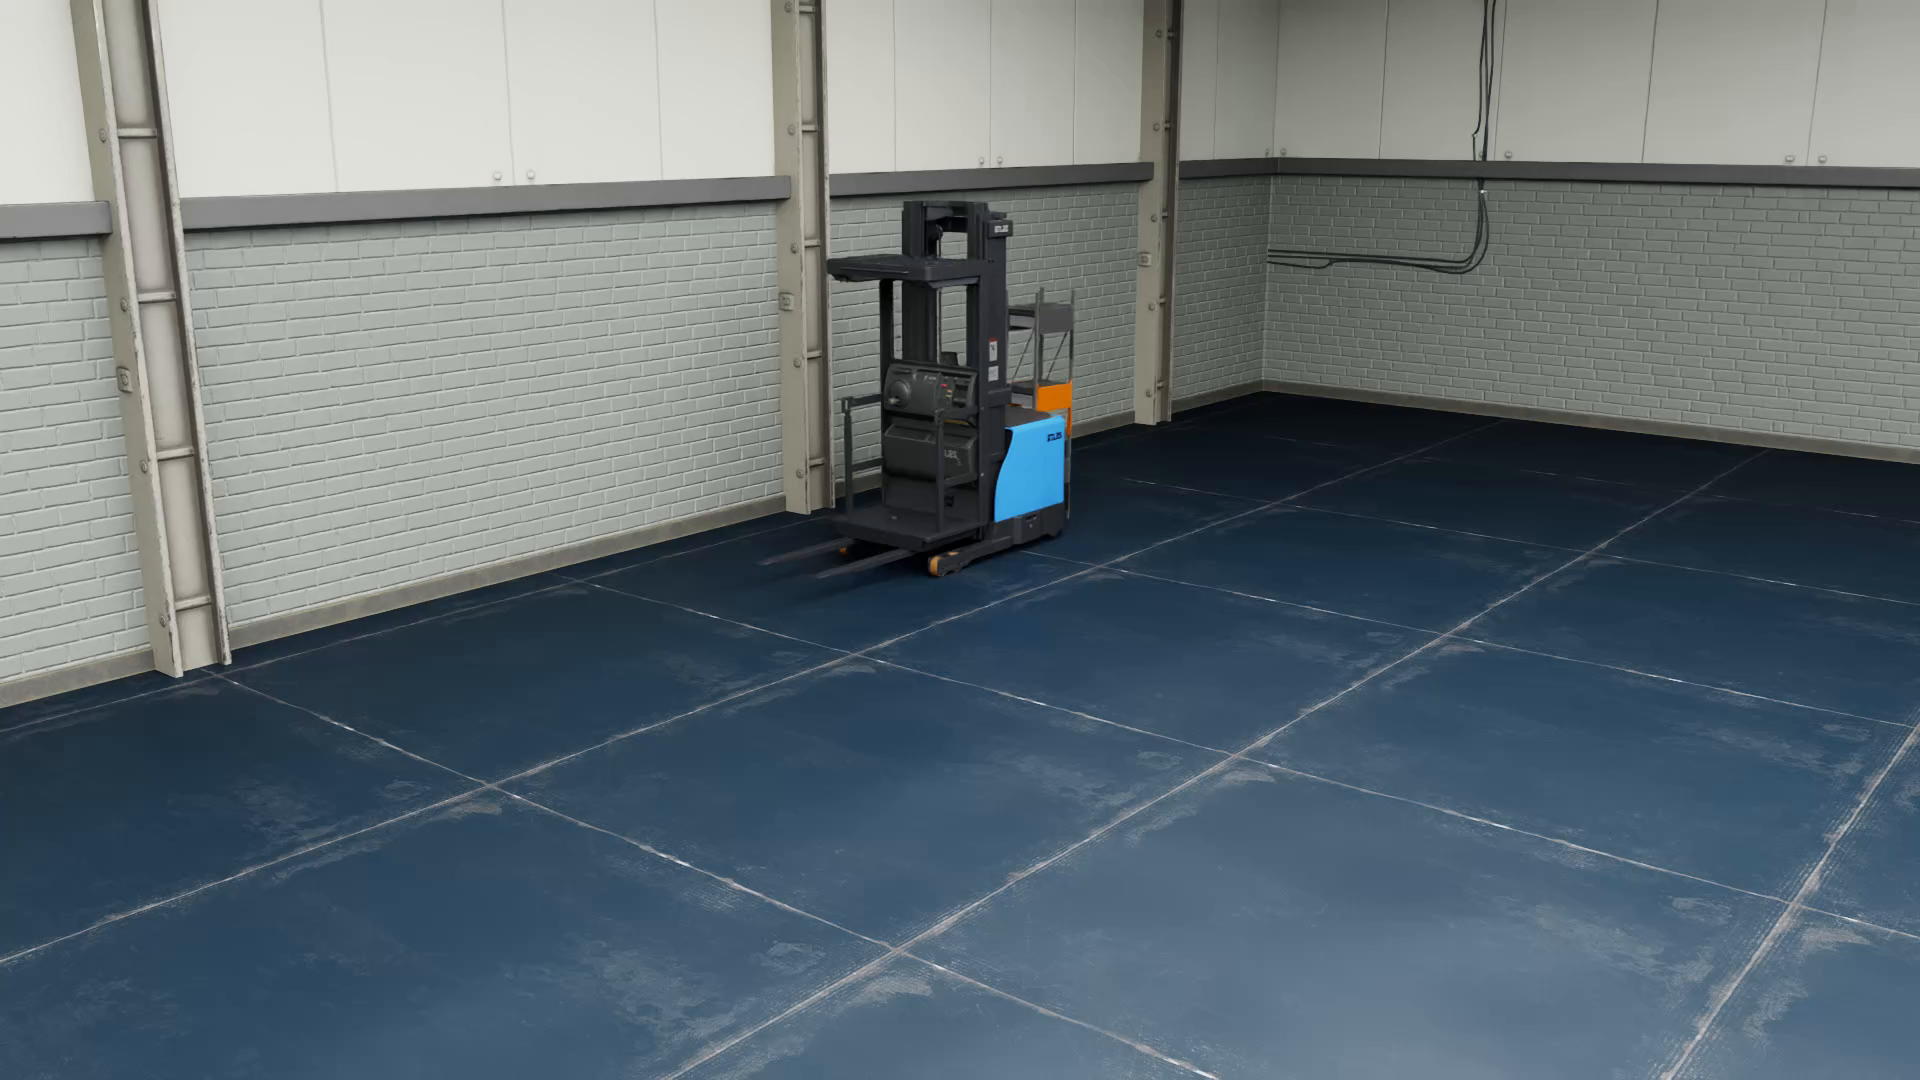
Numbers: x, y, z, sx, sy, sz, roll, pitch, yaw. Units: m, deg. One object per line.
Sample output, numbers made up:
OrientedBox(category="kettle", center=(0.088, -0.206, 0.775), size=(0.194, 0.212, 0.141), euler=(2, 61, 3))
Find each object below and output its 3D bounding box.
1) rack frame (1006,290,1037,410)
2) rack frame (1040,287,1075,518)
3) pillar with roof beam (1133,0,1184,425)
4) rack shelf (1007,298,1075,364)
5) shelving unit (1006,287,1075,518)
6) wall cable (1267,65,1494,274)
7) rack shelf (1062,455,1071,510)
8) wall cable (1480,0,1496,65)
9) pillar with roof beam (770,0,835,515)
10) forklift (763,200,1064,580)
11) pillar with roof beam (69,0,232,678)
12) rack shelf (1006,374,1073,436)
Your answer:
OrientedBox(category="rack frame", center=(0.523, -1.185, 14.999), size=(0.015, 2.100, 0.400), euler=(-12, 18, -41))
OrientedBox(category="rack frame", center=(0.882, -1.261, 15.321), size=(0.015, 2.100, 0.400), euler=(-12, 18, -41))
OrientedBox(category="pillar with roof beam", center=(5.693, -5.141, 16.585), size=(9.100, 9.000, 0.400), euler=(11, 18, 38))
OrientedBox(category="rack shelf", center=(0.709, -1.890, 14.997), size=(0.480, 0.518, 0.431), euler=(-12, 18, -41))
OrientedBox(category="shelving unit", center=(0.703, -1.223, 15.160), size=(0.503, 2.100, 0.431), euler=(-12, 18, -41))
OrientedBox(category="wall cable", center=(5.224, -4.662, 21.005), size=(3.097, 2.526, 0.112), euler=(11, 18, 38))
OrientedBox(category="rack shelf", center=(0.696, -0.530, 15.329), size=(0.480, 0.518, 0.431), euler=(-12, 18, -41))
OrientedBox(category="wall cable", center=(7.329, -6.691, 18.735), size=(3.097, 2.526, 0.112), euler=(11, 18, 38))
OrientedBox(category="pillar with roof beam", center=(1.922, -3.992, 12.062), size=(9.100, 9.000, 0.400), euler=(11, 18, 38))
OrientedBox(category="forklift", center=(-0.364, -1.257, 13.618), size=(1.130, 2.935, 3.031), euler=(10, 18, 35))
OrientedBox(category="pillar with roof beam", center=(-1.849, -2.843, 7.539), size=(9.100, 9.000, 0.400), euler=(11, 18, 38))
OrientedBox(category="rack shelf", center=(0.703, -1.210, 15.163), size=(0.480, 0.518, 0.431), euler=(-12, 18, -41))
